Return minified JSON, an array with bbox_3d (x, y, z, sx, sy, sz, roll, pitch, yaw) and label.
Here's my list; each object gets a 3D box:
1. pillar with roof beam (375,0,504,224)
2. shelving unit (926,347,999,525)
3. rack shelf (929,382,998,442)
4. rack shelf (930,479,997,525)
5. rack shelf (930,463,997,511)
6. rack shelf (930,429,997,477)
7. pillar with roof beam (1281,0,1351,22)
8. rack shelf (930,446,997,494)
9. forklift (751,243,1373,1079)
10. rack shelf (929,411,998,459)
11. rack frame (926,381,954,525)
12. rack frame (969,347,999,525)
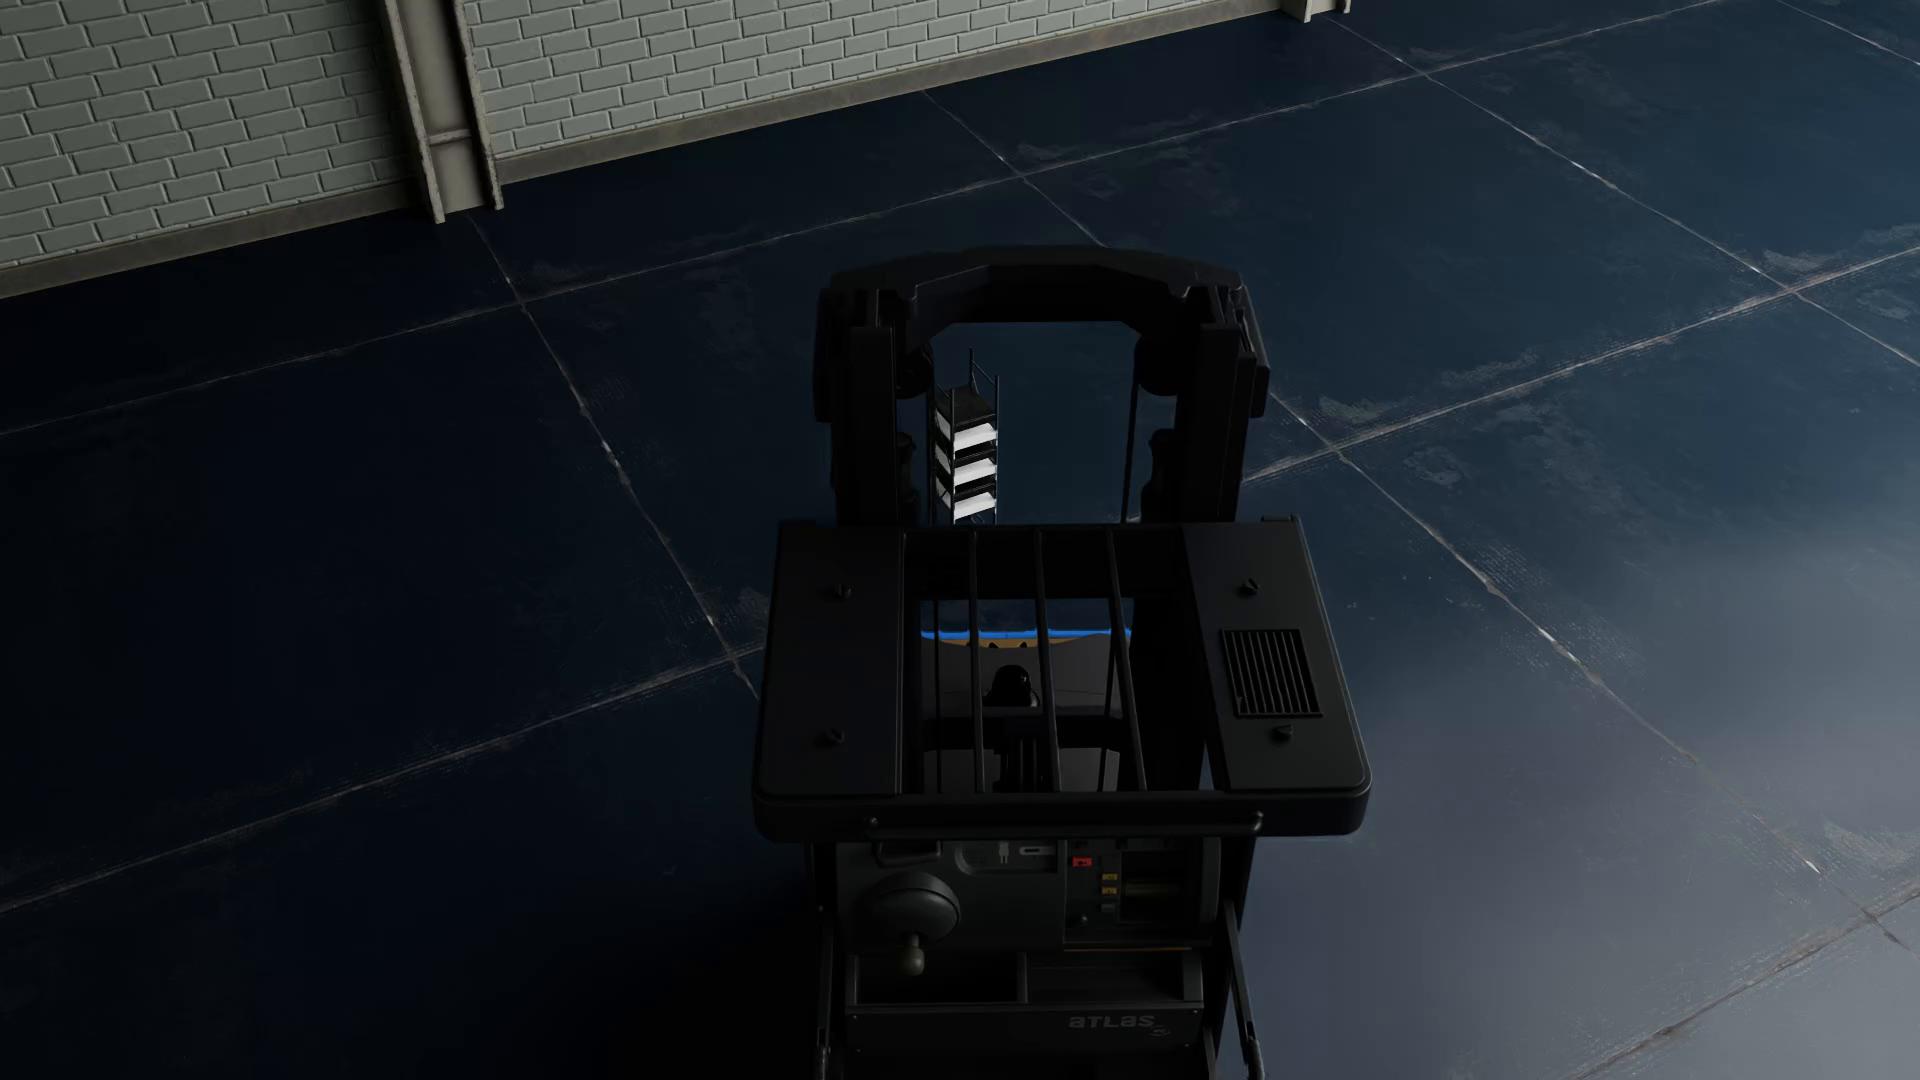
[{"bbox_3d":[-0.857,-2.892,3.701,0.400,9.000,9.100,-19,44,-21],"label":"pillar with roof beam"},{"bbox_3d":[0.007,-0.346,6.962,0.210,0.900,0.258,-19,44,-21],"label":"shelving unit"},{"bbox_3d":[0.007,-0.527,6.809,0.200,0.077,0.258,-19,44,-21],"label":"rack shelf"},{"bbox_3d":[0.007,-0.183,7.100,0.200,0.077,0.258,-19,44,-21],"label":"rack shelf"},{"bbox_3d":[0.007,-0.252,7.042,0.200,0.077,0.258,-19,44,-21],"label":"rack shelf"},{"bbox_3d":[0.007,-0.389,6.926,0.200,0.077,0.258,-19,44,-21],"label":"rack shelf"},{"bbox_3d":[4.464,-4.682,5.816,0.400,9.000,9.100,-19,44,-21],"label":"pillar with roof beam"},{"bbox_3d":[0.007,-0.320,6.984,0.200,0.077,0.258,-19,44,-21],"label":"rack shelf"},{"bbox_3d":[0.172,0.933,3.879,1.130,2.935,3.031,-1,40,-1],"label":"forklift"},{"bbox_3d":[0.007,-0.458,6.867,0.200,0.077,0.258,-19,44,-21],"label":"rack shelf"},{"bbox_3d":[-0.083,-0.316,6.926,0.006,0.900,0.240,-19,44,-21],"label":"rack frame"},{"bbox_3d":[0.097,-0.376,6.998,0.006,0.900,0.240,-19,44,-21],"label":"rack frame"}]
